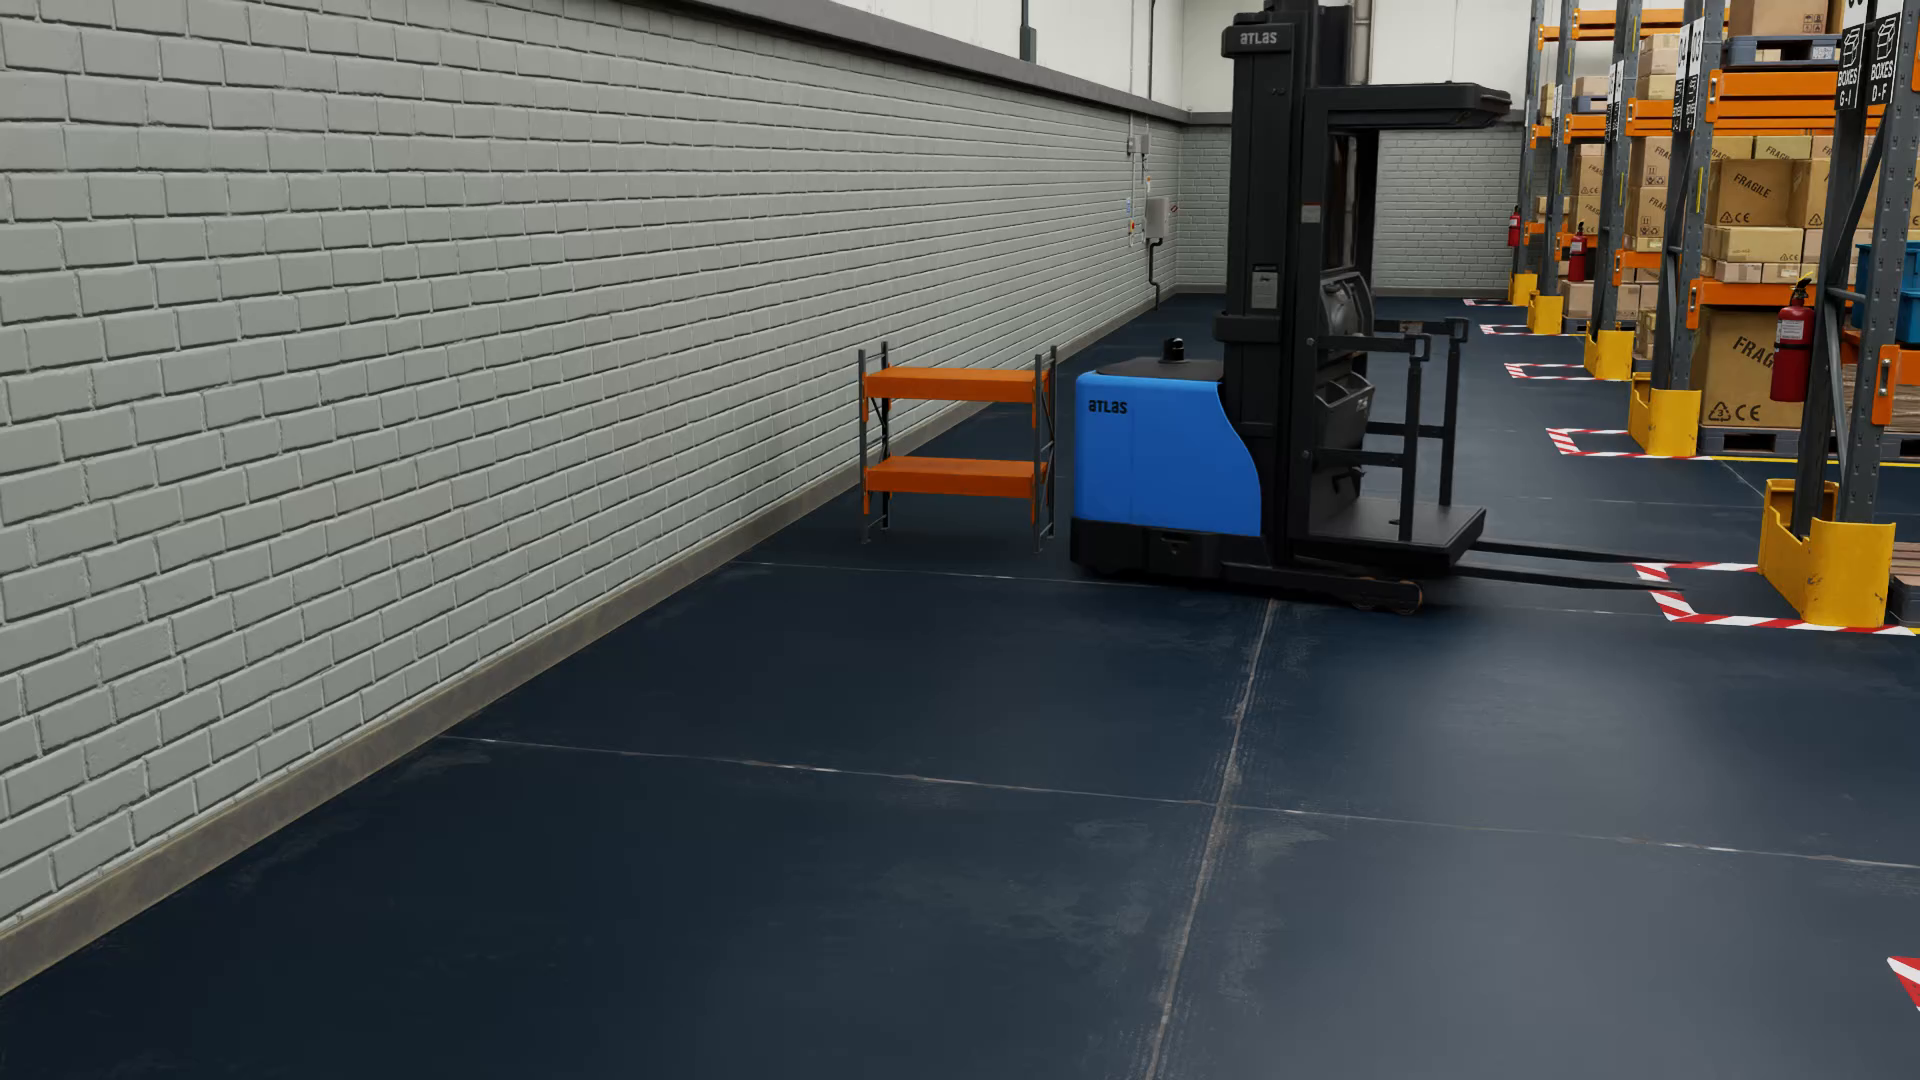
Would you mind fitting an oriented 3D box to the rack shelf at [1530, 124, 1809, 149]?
[{"bbox_3d":[11.053,-6.355,26.186,4.000,0.370,1.077,3,13,14],"label":"rack shelf"}]

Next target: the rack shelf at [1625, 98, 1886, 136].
[{"bbox_3d":[8.779,-4.265,16.765,4.000,0.370,1.077,3,13,14],"label":"rack shelf"}]

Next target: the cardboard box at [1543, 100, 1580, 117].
[{"bbox_3d":[9.476,-6.801,26.197,0.500,0.250,0.500,3,13,13],"label":"cardboard box"}]

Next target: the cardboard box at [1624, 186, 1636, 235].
[{"bbox_3d":[7.336,-3.480,17.576,0.500,0.500,0.500,3,13,15],"label":"cardboard box"}]

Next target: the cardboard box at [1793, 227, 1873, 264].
[{"bbox_3d":[6.459,-2.182,12.303,0.500,0.250,0.500,3,13,13],"label":"cardboard box"}]

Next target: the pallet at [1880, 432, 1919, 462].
[{"bbox_3d":[7.527,-0.767,12.704,1.213,0.211,1.003,3,13,14],"label":"pallet"}]

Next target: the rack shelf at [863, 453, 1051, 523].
[{"bbox_3d":[-0.007,-0.311,9.666,1.000,0.278,0.538,3,13,14],"label":"rack shelf"}]

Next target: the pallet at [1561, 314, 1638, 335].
[{"bbox_3d":[8.721,-2.915,22.385,1.213,0.211,1.003,3,13,14],"label":"pallet"}]

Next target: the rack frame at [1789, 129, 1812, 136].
[{"bbox_3d":[12.995,-5.138,25.966,0.127,3.000,1.000,3,13,14],"label":"rack frame"}]

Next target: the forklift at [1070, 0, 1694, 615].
[{"bbox_3d":[2.142,-1.198,8.366,3.031,2.935,1.130,6,14,26],"label":"forklift"}]

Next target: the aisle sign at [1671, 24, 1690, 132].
[{"bbox_3d":[5.553,-3.553,12.822,0.004,0.787,0.394,3,13,14],"label":"aisle sign"}]

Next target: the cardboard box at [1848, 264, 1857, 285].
[{"bbox_3d":[6.568,-1.967,12.256,0.250,0.149,0.380,3,13,13],"label":"cardboard box"}]

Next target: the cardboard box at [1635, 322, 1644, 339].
[{"bbox_3d":[7.418,-2.246,17.858,0.250,0.149,0.380,3,13,12],"label":"cardboard box"}]

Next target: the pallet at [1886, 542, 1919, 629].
[{"bbox_3d":[5.156,0.236,8.181,1.213,0.211,1.003,3,13,14],"label":"pallet"}]

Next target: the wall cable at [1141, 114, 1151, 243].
[{"bbox_3d":[2.774,-5.384,24.729,0.122,1.984,0.588,3,13,14],"label":"wall cable"}]

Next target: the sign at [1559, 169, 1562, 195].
[{"bbox_3d":[7.787,-4.646,21.569,0.005,0.325,0.100,3,13,14],"label":"sign"}]

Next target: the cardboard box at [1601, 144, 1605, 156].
[{"bbox_3d":[8.475,-5.080,21.667,0.250,0.149,0.380,3,13,15],"label":"cardboard box"}]

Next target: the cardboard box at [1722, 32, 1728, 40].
[{"bbox_3d":[7.587,-4.974,16.573,0.250,0.149,0.380,3,13,13],"label":"cardboard box"}]

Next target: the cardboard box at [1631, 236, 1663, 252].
[{"bbox_3d":[7.074,-3.047,17.121,0.250,0.149,0.380,3,13,13],"label":"cardboard box"}]

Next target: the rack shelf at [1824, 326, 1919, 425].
[{"bbox_3d":[6.306,-0.721,7.718,4.000,0.370,1.077,3,13,14],"label":"rack shelf"}]

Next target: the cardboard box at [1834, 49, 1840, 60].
[{"bbox_3d":[8.688,-4.731,16.401,0.500,0.250,0.500,3,13,11],"label":"cardboard box"}]

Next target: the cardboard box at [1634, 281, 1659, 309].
[{"bbox_3d":[9.481,-3.197,22.162,0.875,0.438,0.875,3,13,15],"label":"cardboard box"}]

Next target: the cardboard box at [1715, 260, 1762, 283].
[{"bbox_3d":[5.817,-2.007,12.434,0.250,0.149,0.380,3,13,14],"label":"cardboard box"}]

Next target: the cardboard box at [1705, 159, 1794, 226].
[{"bbox_3d":[6.087,-2.685,12.841,0.500,0.500,0.500,3,13,14],"label":"cardboard box"}]

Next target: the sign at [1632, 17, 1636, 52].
[{"bbox_3d":[6.708,-5.032,16.546,0.005,0.325,0.100,3,13,14],"label":"sign"}]

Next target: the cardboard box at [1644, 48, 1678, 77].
[{"bbox_3d":[7.211,-4.812,16.766,0.500,0.250,0.500,3,13,14],"label":"cardboard box"}]

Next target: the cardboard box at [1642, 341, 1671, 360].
[{"bbox_3d":[7.270,-1.974,17.318,0.250,0.149,0.380,3,13,15],"label":"cardboard box"}]

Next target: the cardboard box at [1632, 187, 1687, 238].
[{"bbox_3d":[7.207,-3.368,17.070,0.500,0.500,0.500,4,13,16],"label":"cardboard box"}]

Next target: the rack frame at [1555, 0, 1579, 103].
[{"bbox_3d":[7.925,-7.230,21.546,0.127,3.000,1.000,3,13,14],"label":"rack frame"}]

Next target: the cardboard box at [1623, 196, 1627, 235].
[{"bbox_3d":[8.821,-4.244,21.708,0.500,0.500,0.500,3,13,13],"label":"cardboard box"}]

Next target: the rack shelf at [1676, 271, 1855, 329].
[{"bbox_3d":[7.493,-1.762,12.413,4.000,0.370,1.077,3,13,14],"label":"rack shelf"}]

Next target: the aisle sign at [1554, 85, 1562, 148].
[{"bbox_3d":[7.786,-5.513,21.656,0.004,0.787,0.394,3,13,14],"label":"aisle sign"}]

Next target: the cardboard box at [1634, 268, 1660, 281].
[{"bbox_3d":[10.992,-4.177,26.438,0.500,0.500,0.500,3,13,15],"label":"cardboard box"}]

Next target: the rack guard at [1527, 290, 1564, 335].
[{"bbox_3d":[7.902,-3.082,22.472,0.348,0.500,1.175,3,13,14],"label":"rack guard"}]

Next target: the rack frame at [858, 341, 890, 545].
[{"bbox_3d":[-0.500,-0.576,9.732,0.032,1.125,0.500,3,13,14],"label":"rack frame"}]

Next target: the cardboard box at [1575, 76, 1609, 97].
[{"bbox_3d":[8.384,-5.942,21.811,0.500,0.250,0.500,2,13,8],"label":"cardboard box"}]

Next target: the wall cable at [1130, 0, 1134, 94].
[{"bbox_3d":[2.335,-7.466,22.609,0.029,3.000,0.463,3,13,14],"label":"wall cable"}]

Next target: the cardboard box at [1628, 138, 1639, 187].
[{"bbox_3d":[7.341,-3.966,17.458,0.500,0.500,0.500,3,13,12],"label":"cardboard box"}]

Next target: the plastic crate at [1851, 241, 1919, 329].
[{"bbox_3d":[4.734,-1.244,8.197,0.499,0.435,0.616,3,13,14],"label":"plastic crate"}]

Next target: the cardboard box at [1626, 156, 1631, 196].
[{"bbox_3d":[8.827,-4.728,21.580,0.500,0.500,0.500,3,13,12],"label":"cardboard box"}]

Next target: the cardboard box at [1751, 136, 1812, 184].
[{"bbox_3d":[8.201,-3.802,16.717,0.500,0.500,0.500,3,13,12],"label":"cardboard box"}]

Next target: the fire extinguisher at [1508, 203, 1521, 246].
[{"bbox_3d":[8.858,-5.036,26.546,0.183,0.674,0.296,3,13,14],"label":"fire extinguisher"}]

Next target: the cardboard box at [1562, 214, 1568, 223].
[{"bbox_3d":[9.623,-5.144,26.576,0.250,0.149,0.380,3,13,15],"label":"cardboard box"}]

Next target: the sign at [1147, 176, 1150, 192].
[{"bbox_3d":[2.876,-5.425,25.356,0.001,0.242,0.339,3,13,14],"label":"sign"}]

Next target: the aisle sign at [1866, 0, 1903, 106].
[{"bbox_3d":[4.223,-2.386,7.562,0.004,0.787,0.394,3,13,14],"label":"aisle sign"}]

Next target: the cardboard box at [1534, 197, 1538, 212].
[{"bbox_3d":[9.621,-5.449,27.029,0.500,0.250,0.500,3,13,15],"label":"cardboard box"}]

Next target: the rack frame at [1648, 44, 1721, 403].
[{"bbox_3d":[5.551,-2.217,12.803,0.127,3.000,1.000,3,13,14],"label":"rack frame"}]

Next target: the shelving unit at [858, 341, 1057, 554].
[{"bbox_3d":[-0.007,-0.550,9.613,1.048,1.125,0.538,3,13,14],"label":"shelving unit"}]

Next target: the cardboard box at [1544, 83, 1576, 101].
[{"bbox_3d":[9.482,-7.050,26.164,0.500,0.250,0.500,3,13,13],"label":"cardboard box"}]

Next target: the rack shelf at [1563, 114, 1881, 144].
[{"bbox_3d":[9.867,-5.311,21.481,4.000,0.370,1.077,3,13,14],"label":"rack shelf"}]
